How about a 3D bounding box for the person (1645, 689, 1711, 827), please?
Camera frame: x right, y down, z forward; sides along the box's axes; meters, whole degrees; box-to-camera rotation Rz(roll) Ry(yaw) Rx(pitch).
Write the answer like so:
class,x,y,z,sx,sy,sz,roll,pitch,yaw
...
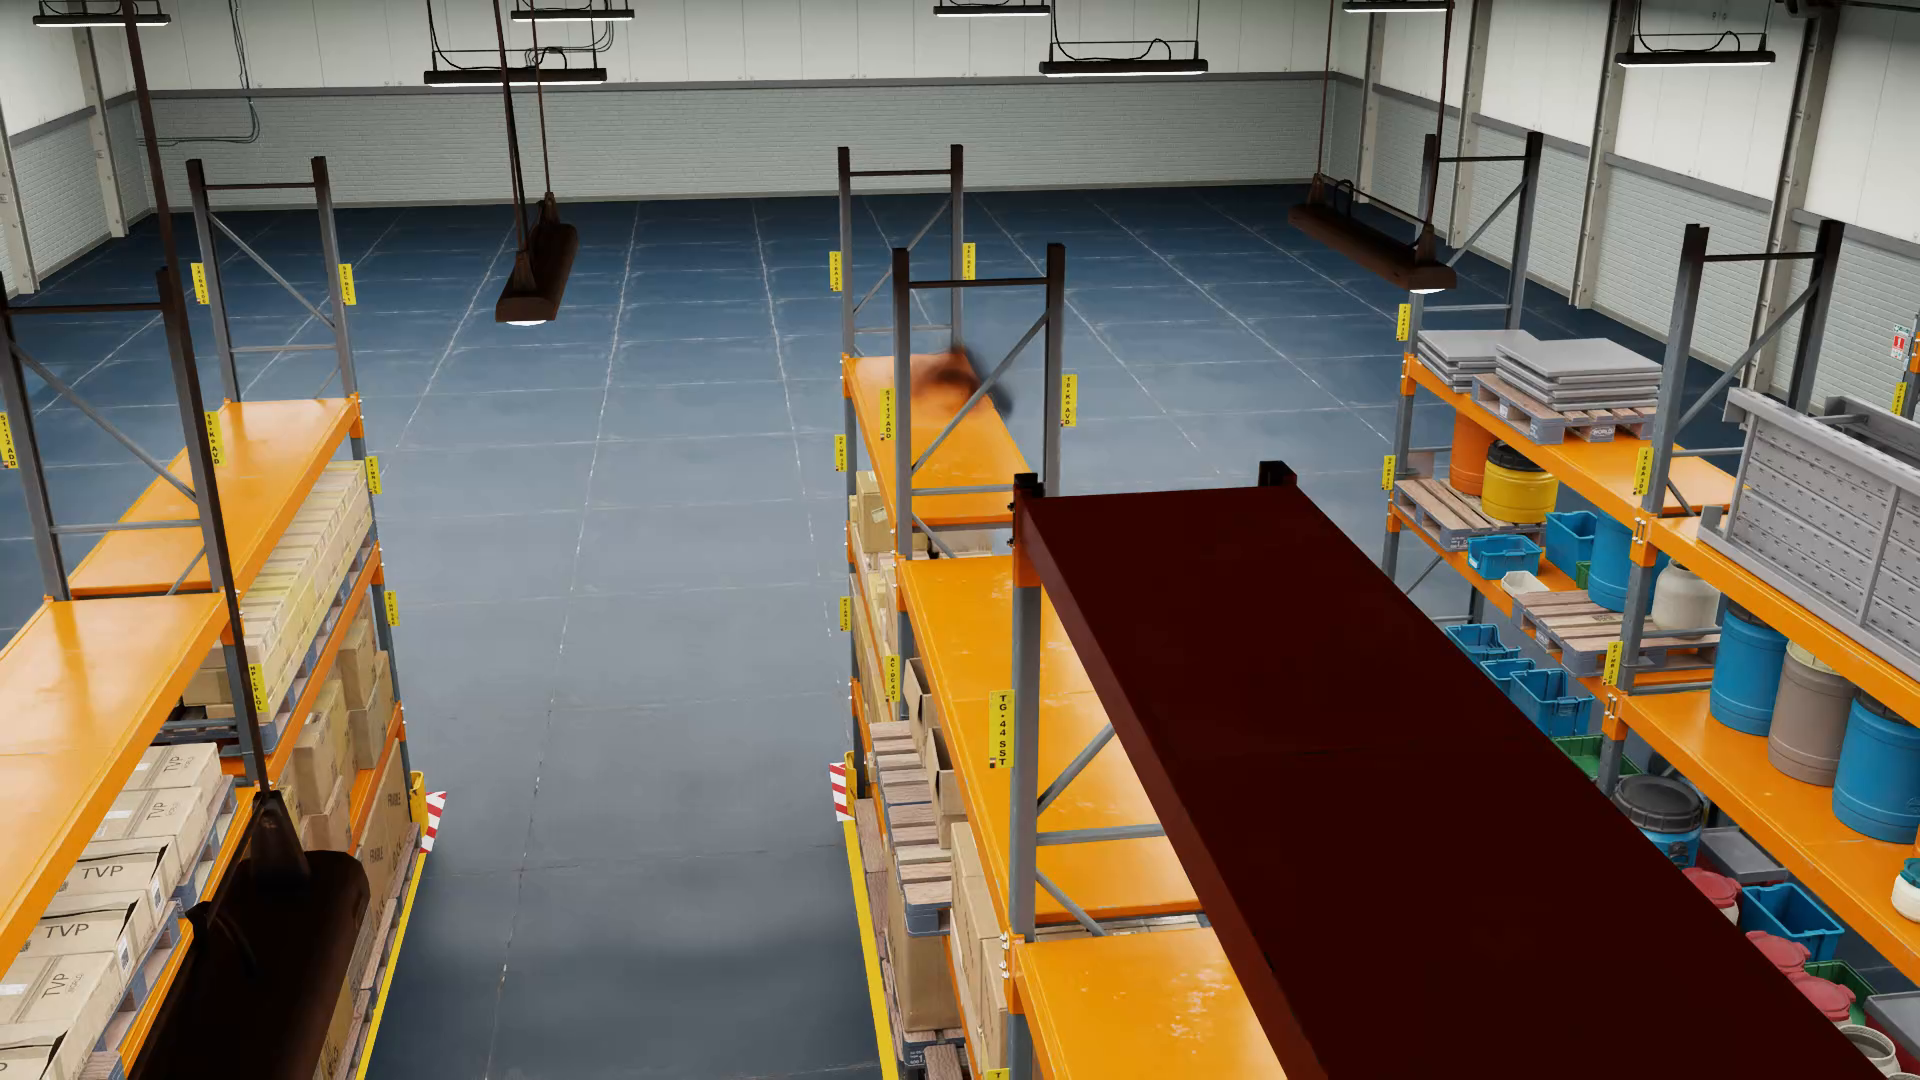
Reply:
class,x,y,z,sx,sy,sz,roll,pitch,yaw
person,6.360,1.835,14.667,0.700,1.739,0.801,-8,23,-20
